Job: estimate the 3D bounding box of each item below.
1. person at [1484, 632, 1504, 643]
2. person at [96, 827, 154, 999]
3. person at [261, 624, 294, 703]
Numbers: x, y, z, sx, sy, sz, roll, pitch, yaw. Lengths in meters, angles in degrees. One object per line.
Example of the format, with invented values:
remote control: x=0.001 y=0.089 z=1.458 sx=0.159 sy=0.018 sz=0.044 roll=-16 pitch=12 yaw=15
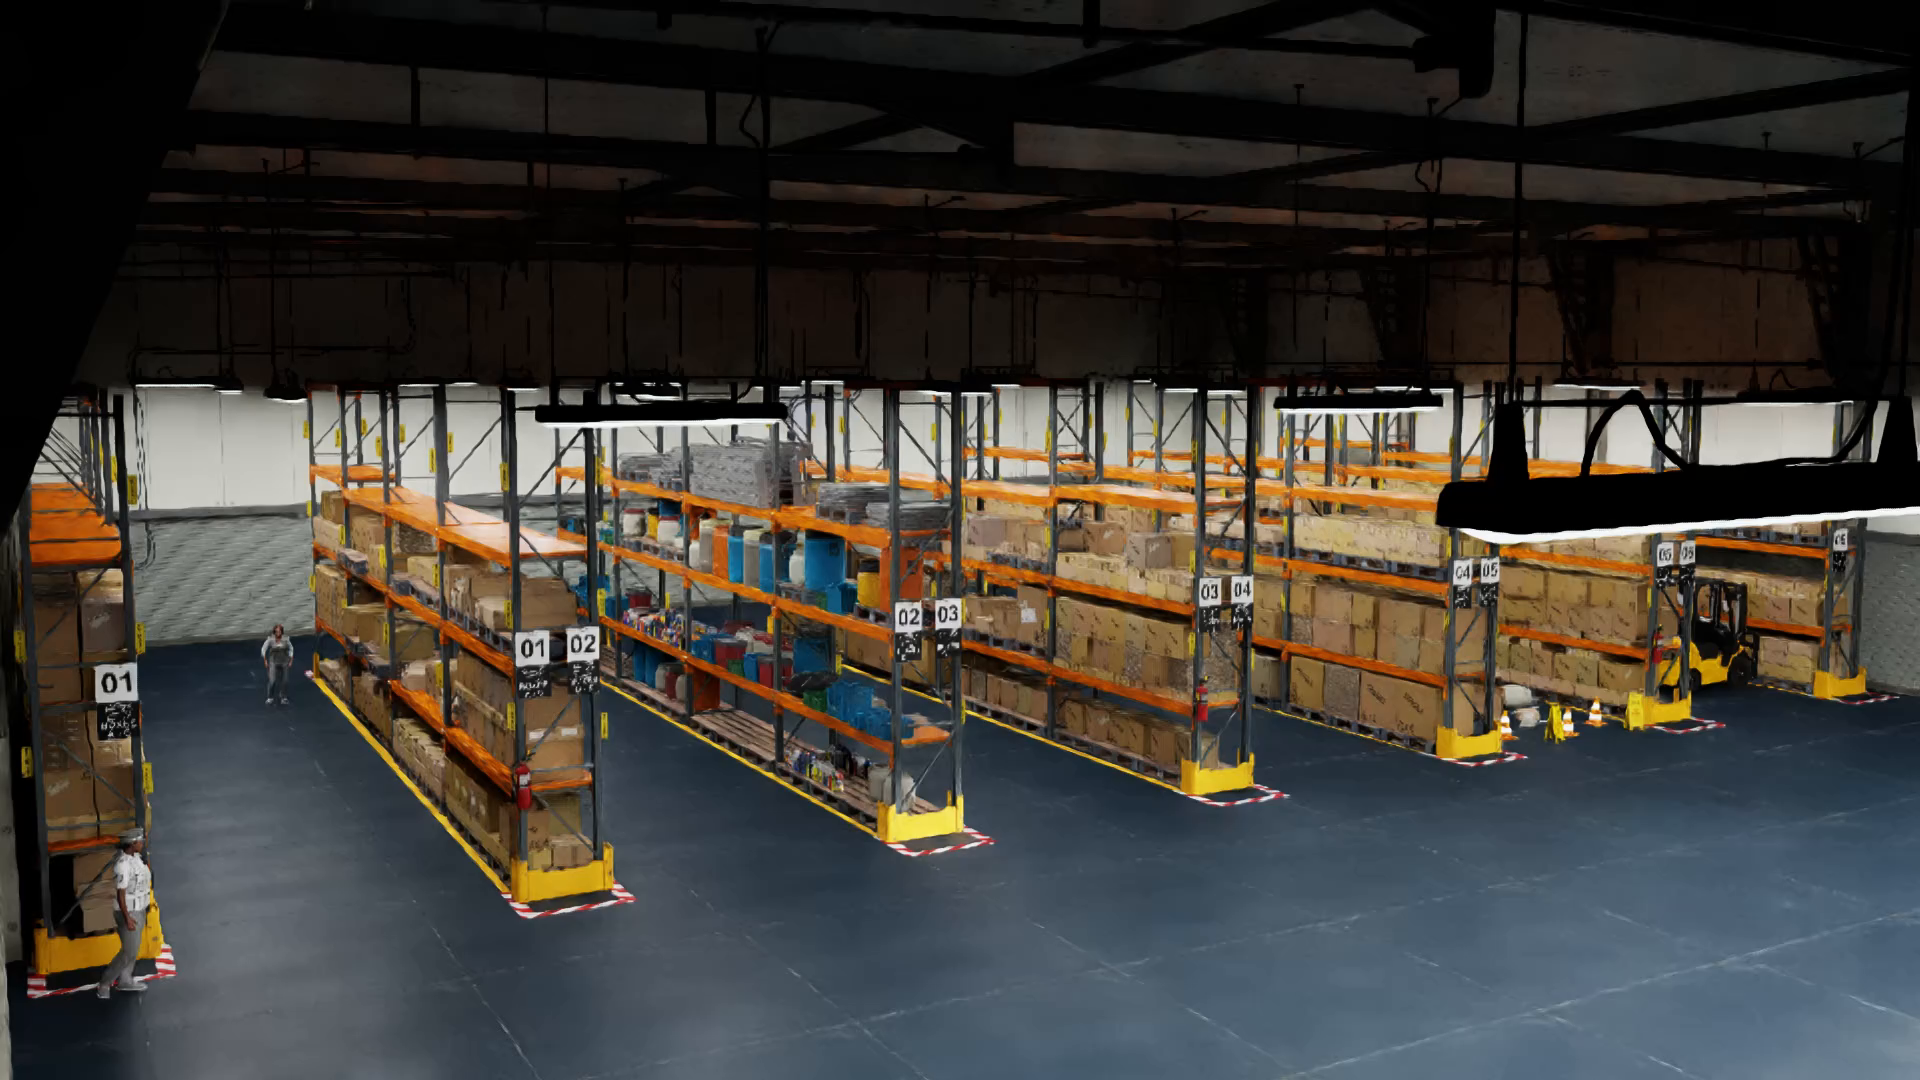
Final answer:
person: x=12.027 y=1.520 z=37.310 sx=0.563 sy=1.665 sz=0.573 roll=-1 pitch=6 yaw=-5
person: x=-8.371 y=3.733 z=16.637 sx=0.462 sy=1.654 sz=0.631 roll=0 pitch=6 yaw=-4
person: x=-12.658 y=2.298 z=30.858 sx=0.566 sy=1.532 sz=0.519 roll=-4 pitch=7 yaw=-31
